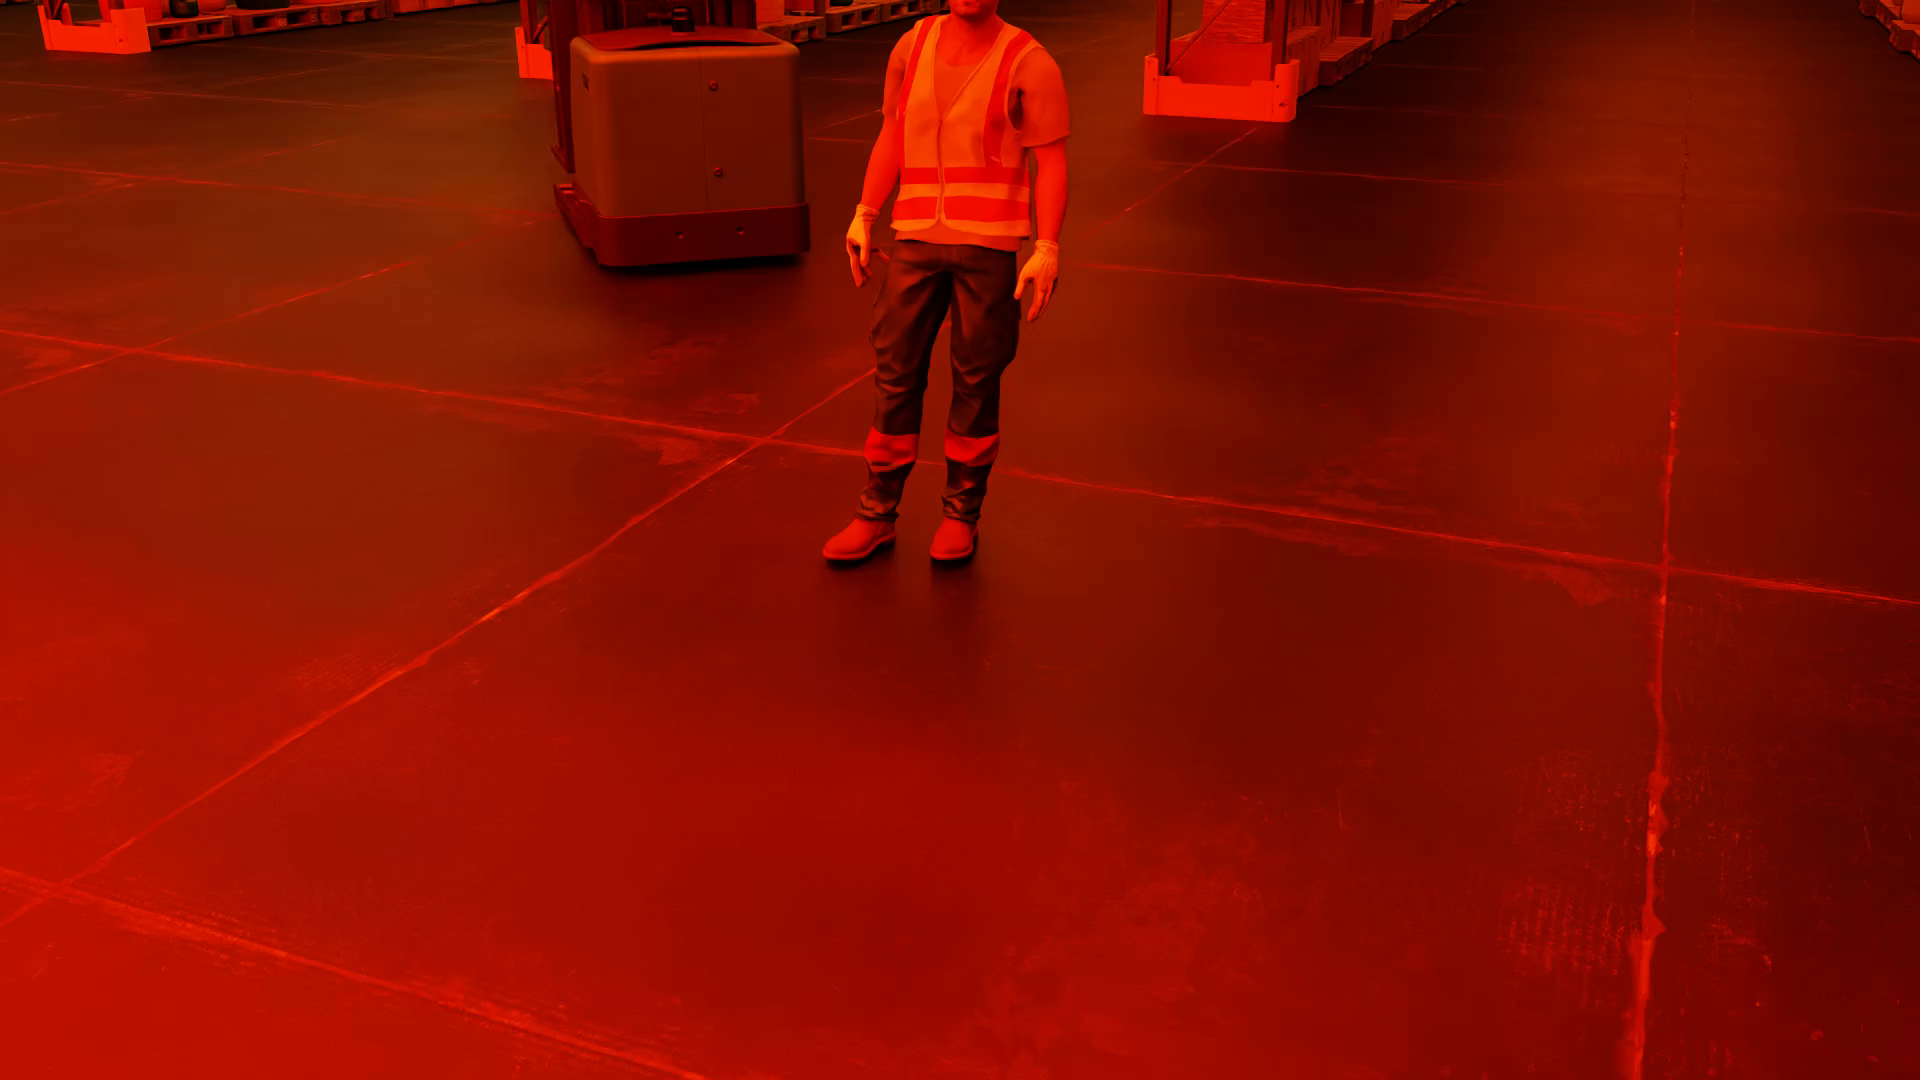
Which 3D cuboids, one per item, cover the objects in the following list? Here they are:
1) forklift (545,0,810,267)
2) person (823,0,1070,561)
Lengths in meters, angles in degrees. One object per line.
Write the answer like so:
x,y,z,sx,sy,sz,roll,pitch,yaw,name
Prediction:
-1.716,-3.221,8.999,1.130,2.935,3.031,-8,24,-17,forklift
-0.042,-0.806,4.681,0.637,1.787,0.564,9,24,21,person
